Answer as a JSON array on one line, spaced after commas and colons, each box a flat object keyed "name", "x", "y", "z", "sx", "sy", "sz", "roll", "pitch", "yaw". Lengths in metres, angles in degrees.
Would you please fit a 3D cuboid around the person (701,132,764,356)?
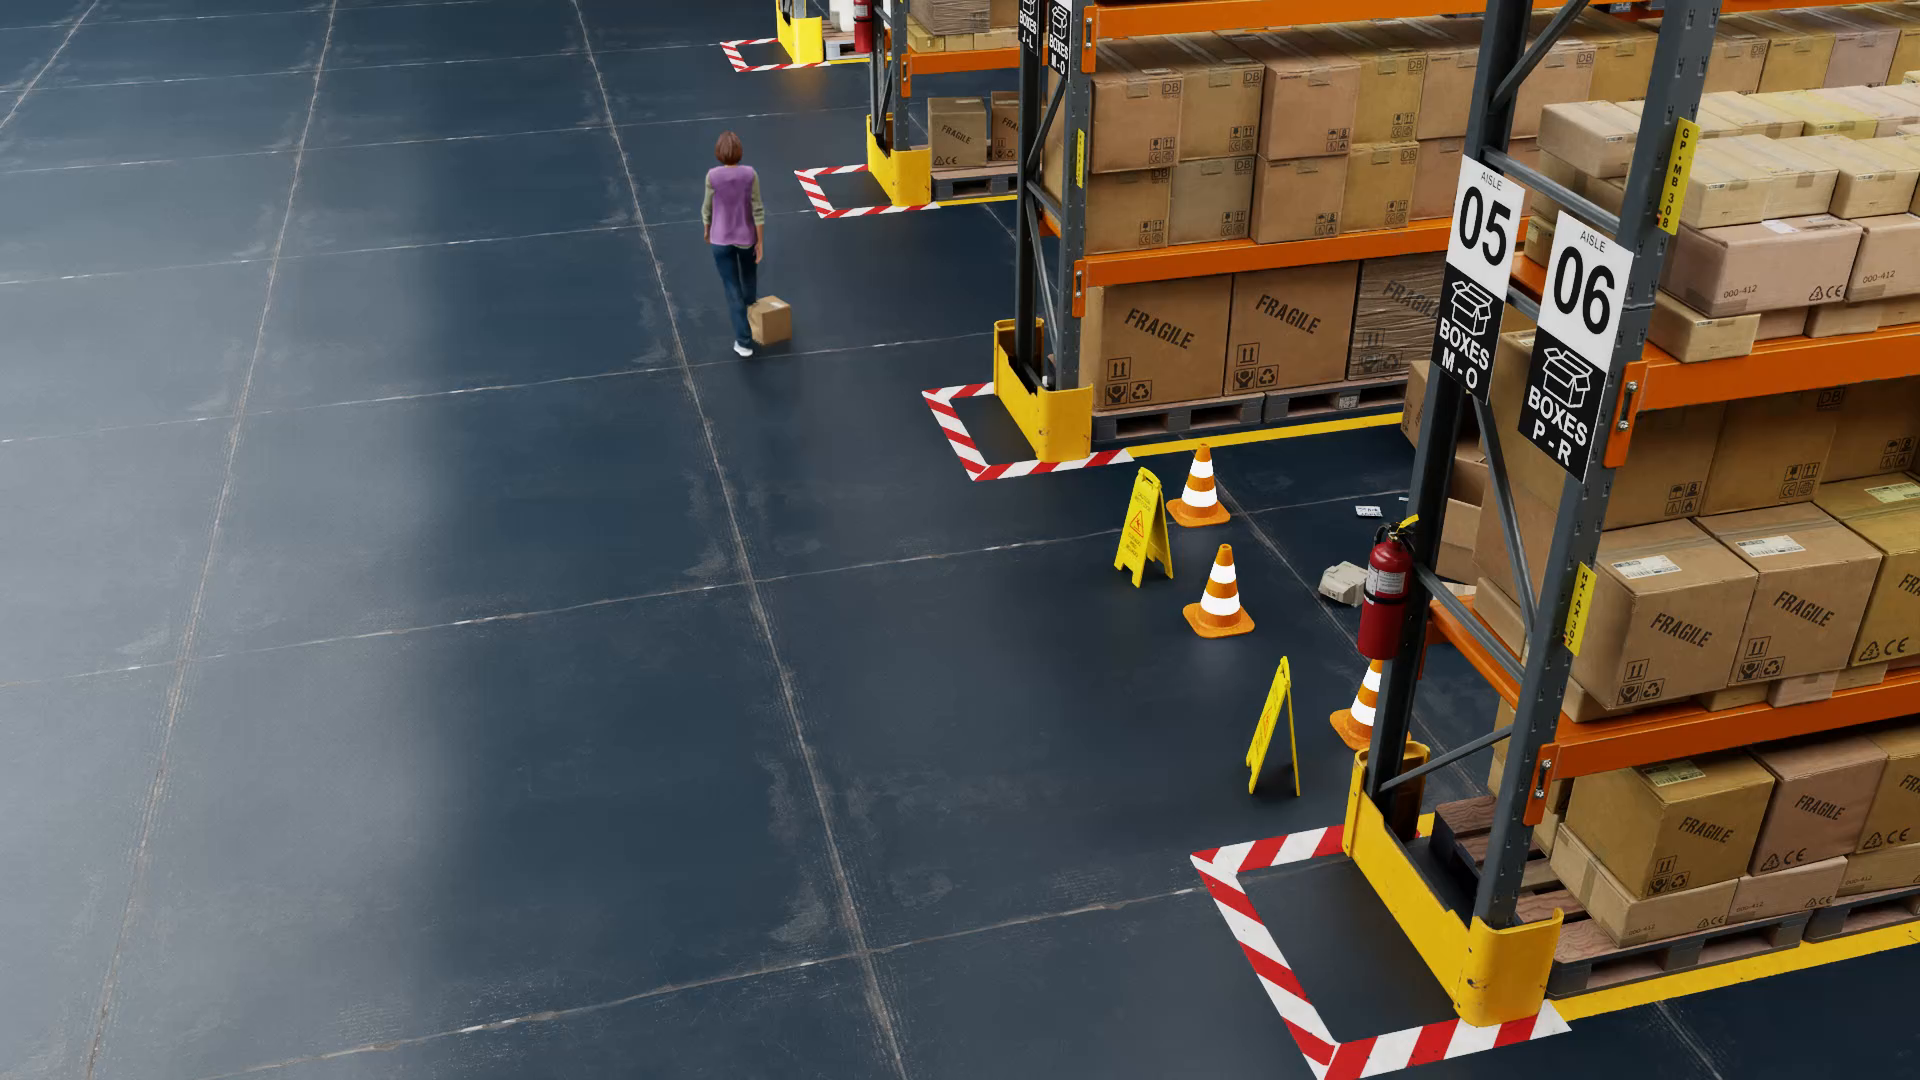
[{"name": "person", "x": -1.615, "y": -2.154, "z": 11.846, "sx": 0.422, "sy": 1.574, "sz": 0.835, "roll": -8, "pitch": 32, "yaw": -13}]
